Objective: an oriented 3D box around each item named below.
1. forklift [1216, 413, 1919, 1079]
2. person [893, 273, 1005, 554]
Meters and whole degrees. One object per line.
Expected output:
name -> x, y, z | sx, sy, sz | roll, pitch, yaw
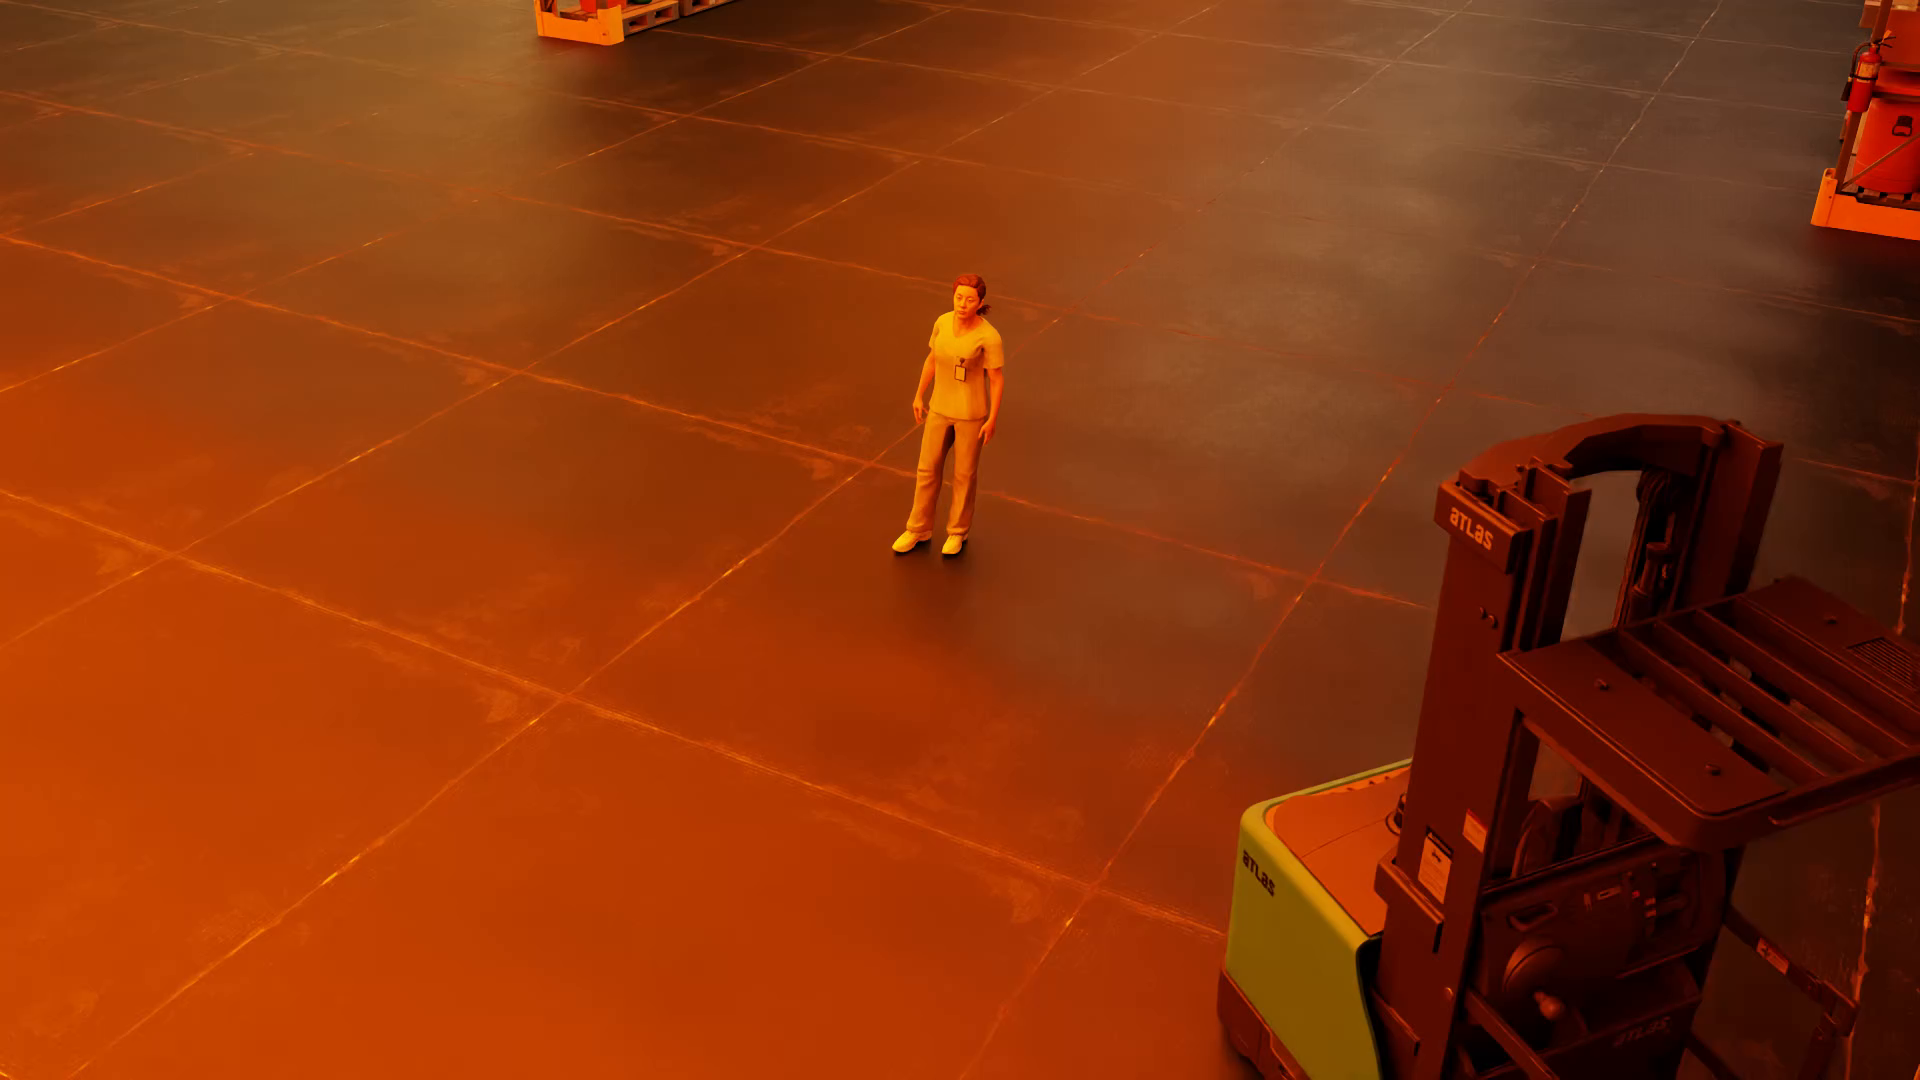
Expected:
forklift -> 2.065, 1.230, 4.939 | 1.130, 2.935, 3.031 | -12, 32, -20
person -> -0.048, -0.703, 9.530 | 0.549, 1.673, 0.548 | 15, 33, 25
